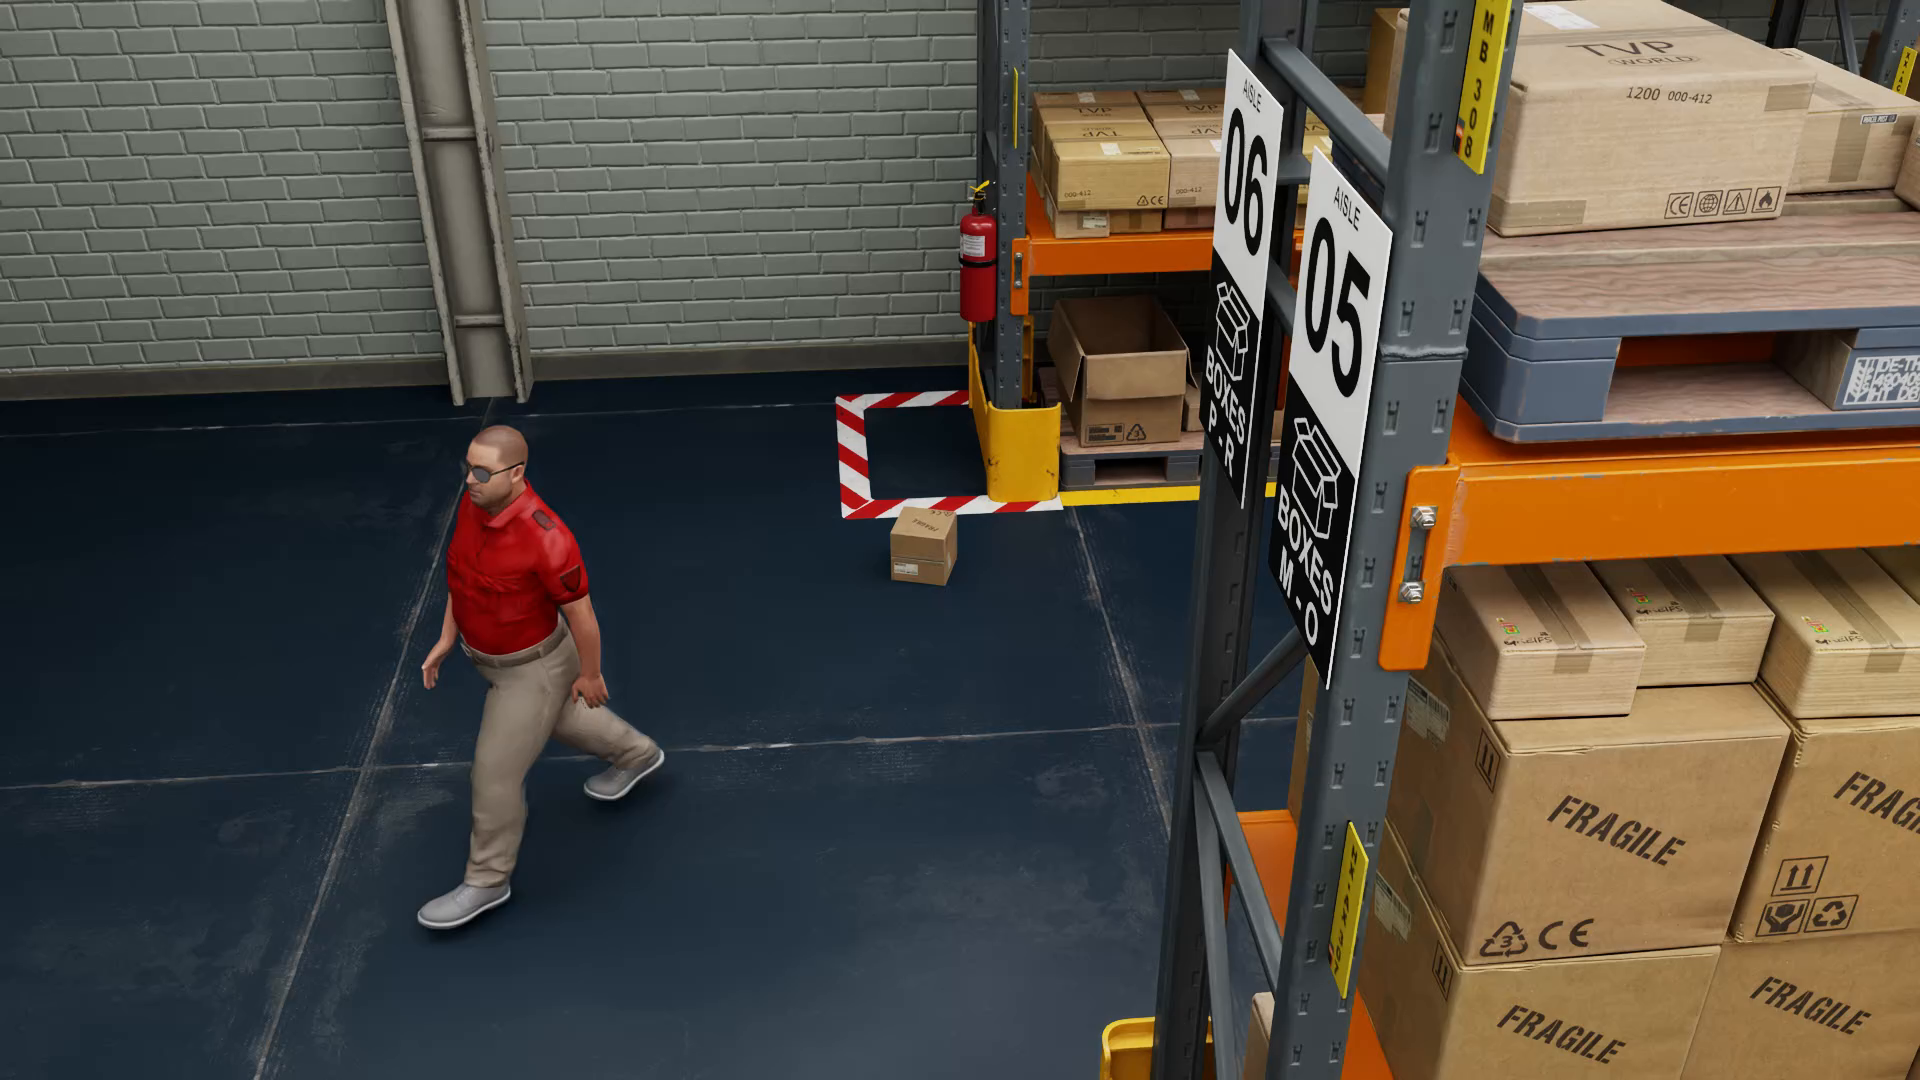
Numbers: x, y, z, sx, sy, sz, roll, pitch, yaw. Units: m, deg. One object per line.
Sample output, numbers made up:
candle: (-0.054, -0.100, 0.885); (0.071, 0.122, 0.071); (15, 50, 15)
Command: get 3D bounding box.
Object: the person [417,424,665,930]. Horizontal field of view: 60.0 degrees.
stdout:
person: (-1.467, 0.385, 5.504); (1.066, 1.671, 0.536); (-24, 38, -34)
